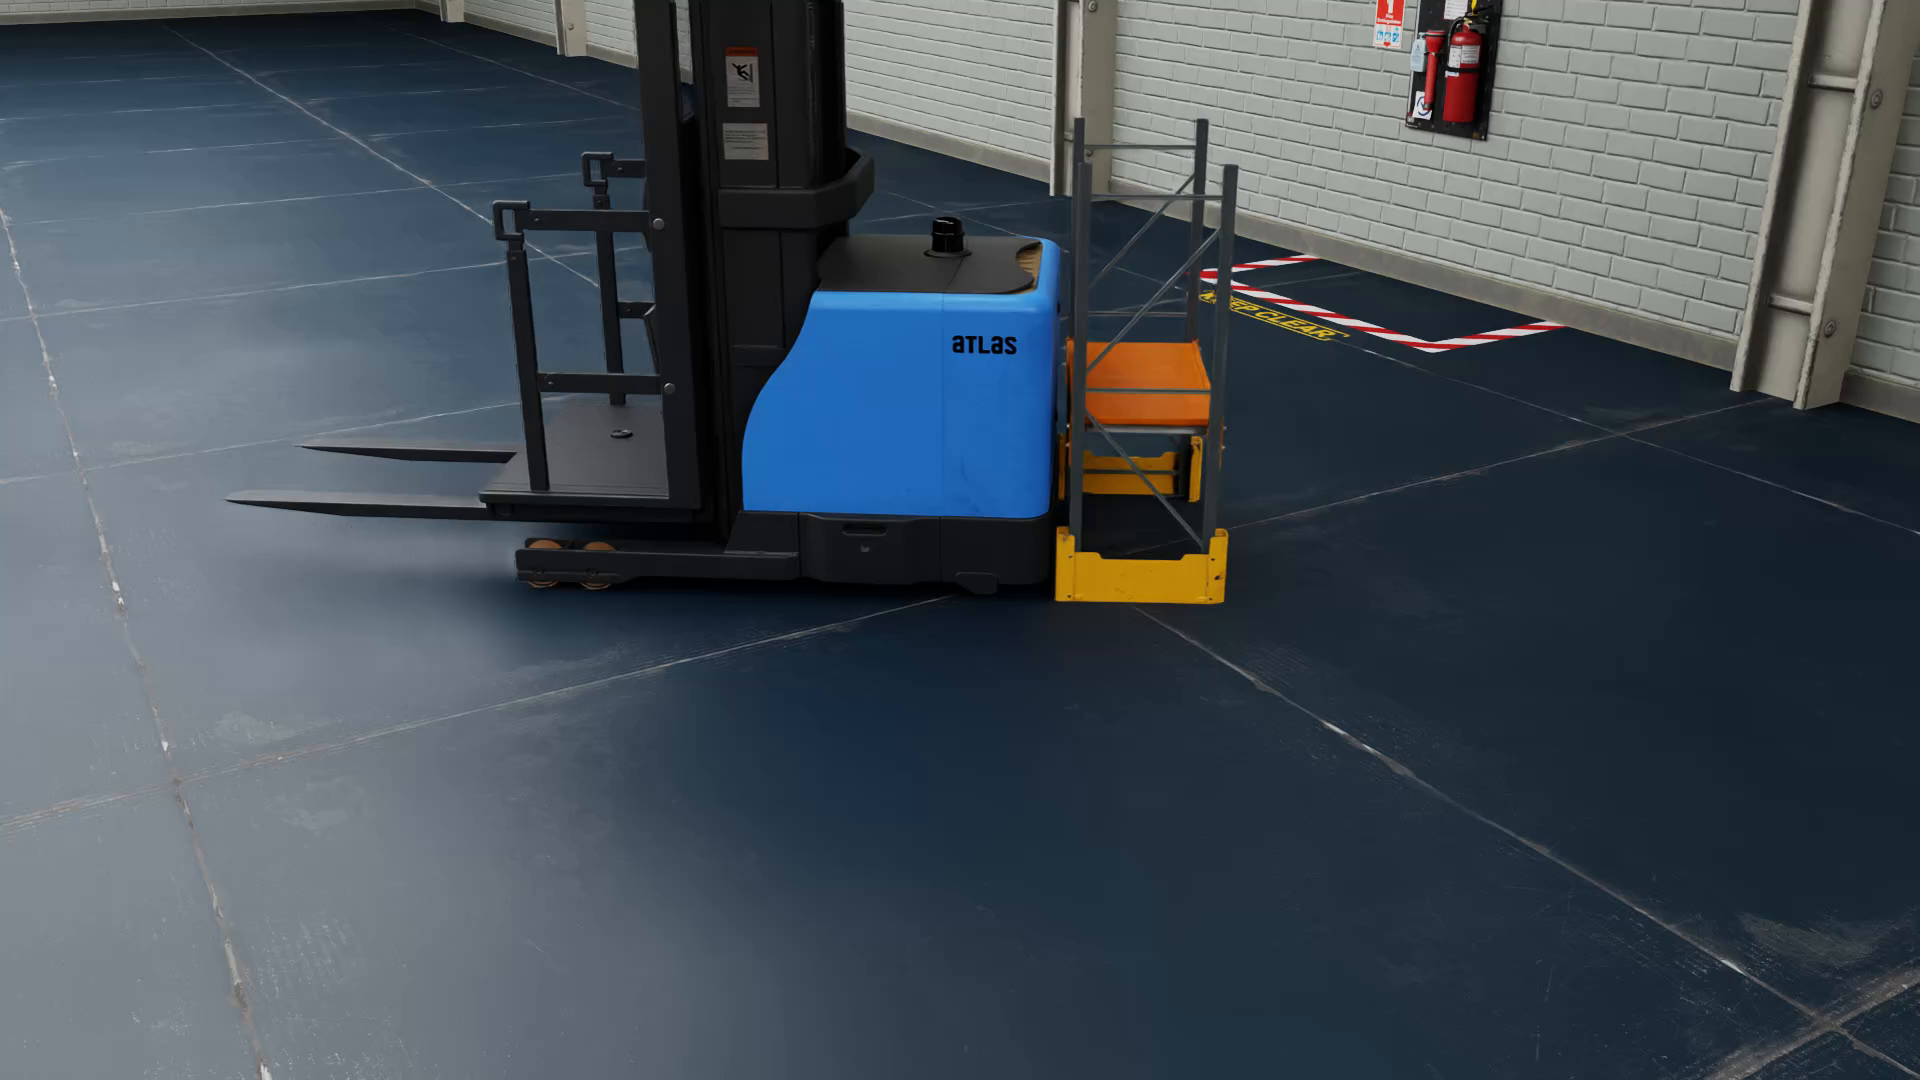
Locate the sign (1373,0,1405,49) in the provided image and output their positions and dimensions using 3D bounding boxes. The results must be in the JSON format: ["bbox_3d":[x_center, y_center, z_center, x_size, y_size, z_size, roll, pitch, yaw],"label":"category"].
[{"bbox_3d":[2.568,-3.115,9.945,0.001,0.329,0.234,-13,25,-28],"label":"sign"}]

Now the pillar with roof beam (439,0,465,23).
[{"bbox_3d":[-11.969,-11.813,23.424,9.100,9.000,0.400,-13,25,-28],"label":"pillar with roof beam"}]

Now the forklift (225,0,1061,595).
[{"bbox_3d":[-1.155,-1.377,5.807,3.031,2.935,1.130,2,22,4],"label":"forklift"}]

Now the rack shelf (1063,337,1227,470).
[{"bbox_3d":[0.650,-0.516,6.067,0.538,0.185,1.000,1,22,3],"label":"rack shelf"}]

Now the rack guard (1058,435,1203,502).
[{"bbox_3d":[0.673,-0.287,6.687,0.587,0.250,0.087,1,22,3],"label":"rack guard"}]

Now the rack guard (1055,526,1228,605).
[{"bbox_3d":[0.625,0.087,5.765,0.587,0.250,0.087,1,22,3],"label":"rack guard"}]

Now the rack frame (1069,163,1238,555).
[{"bbox_3d":[0.625,-0.491,5.529,0.500,1.500,0.032,1,22,3],"label":"rack frame"}]

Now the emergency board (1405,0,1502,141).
[{"bbox_3d":[2.762,-2.900,9.463,0.194,1.169,0.643,-13,25,-28],"label":"emergency board"}]

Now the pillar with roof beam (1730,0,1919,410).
[{"bbox_3d":[0.290,-4.044,4.310,9.100,9.000,0.400,-13,25,-28],"label":"pillar with roof beam"}]

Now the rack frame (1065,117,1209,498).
[{"bbox_3d":[0.674,-0.874,6.469,0.500,1.500,0.032,1,22,3],"label":"rack frame"}]

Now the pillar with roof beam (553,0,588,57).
[{"bbox_3d":[-8.905,-9.871,18.645,9.100,9.000,0.400,-13,25,-28],"label":"pillar with roof beam"}]

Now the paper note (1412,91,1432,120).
[{"bbox_3d":[2.730,-2.563,9.802,0.016,0.148,0.142,-13,25,-28],"label":"paper note"}]

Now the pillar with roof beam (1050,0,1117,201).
[{"bbox_3d":[-2.775,-5.986,9.088,9.100,9.000,0.400,-13,25,-28],"label":"pillar with roof beam"}]

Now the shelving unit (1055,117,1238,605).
[{"bbox_3d":[0.649,-0.679,5.990,0.587,1.500,1.083,1,22,3],"label":"shelving unit"}]
